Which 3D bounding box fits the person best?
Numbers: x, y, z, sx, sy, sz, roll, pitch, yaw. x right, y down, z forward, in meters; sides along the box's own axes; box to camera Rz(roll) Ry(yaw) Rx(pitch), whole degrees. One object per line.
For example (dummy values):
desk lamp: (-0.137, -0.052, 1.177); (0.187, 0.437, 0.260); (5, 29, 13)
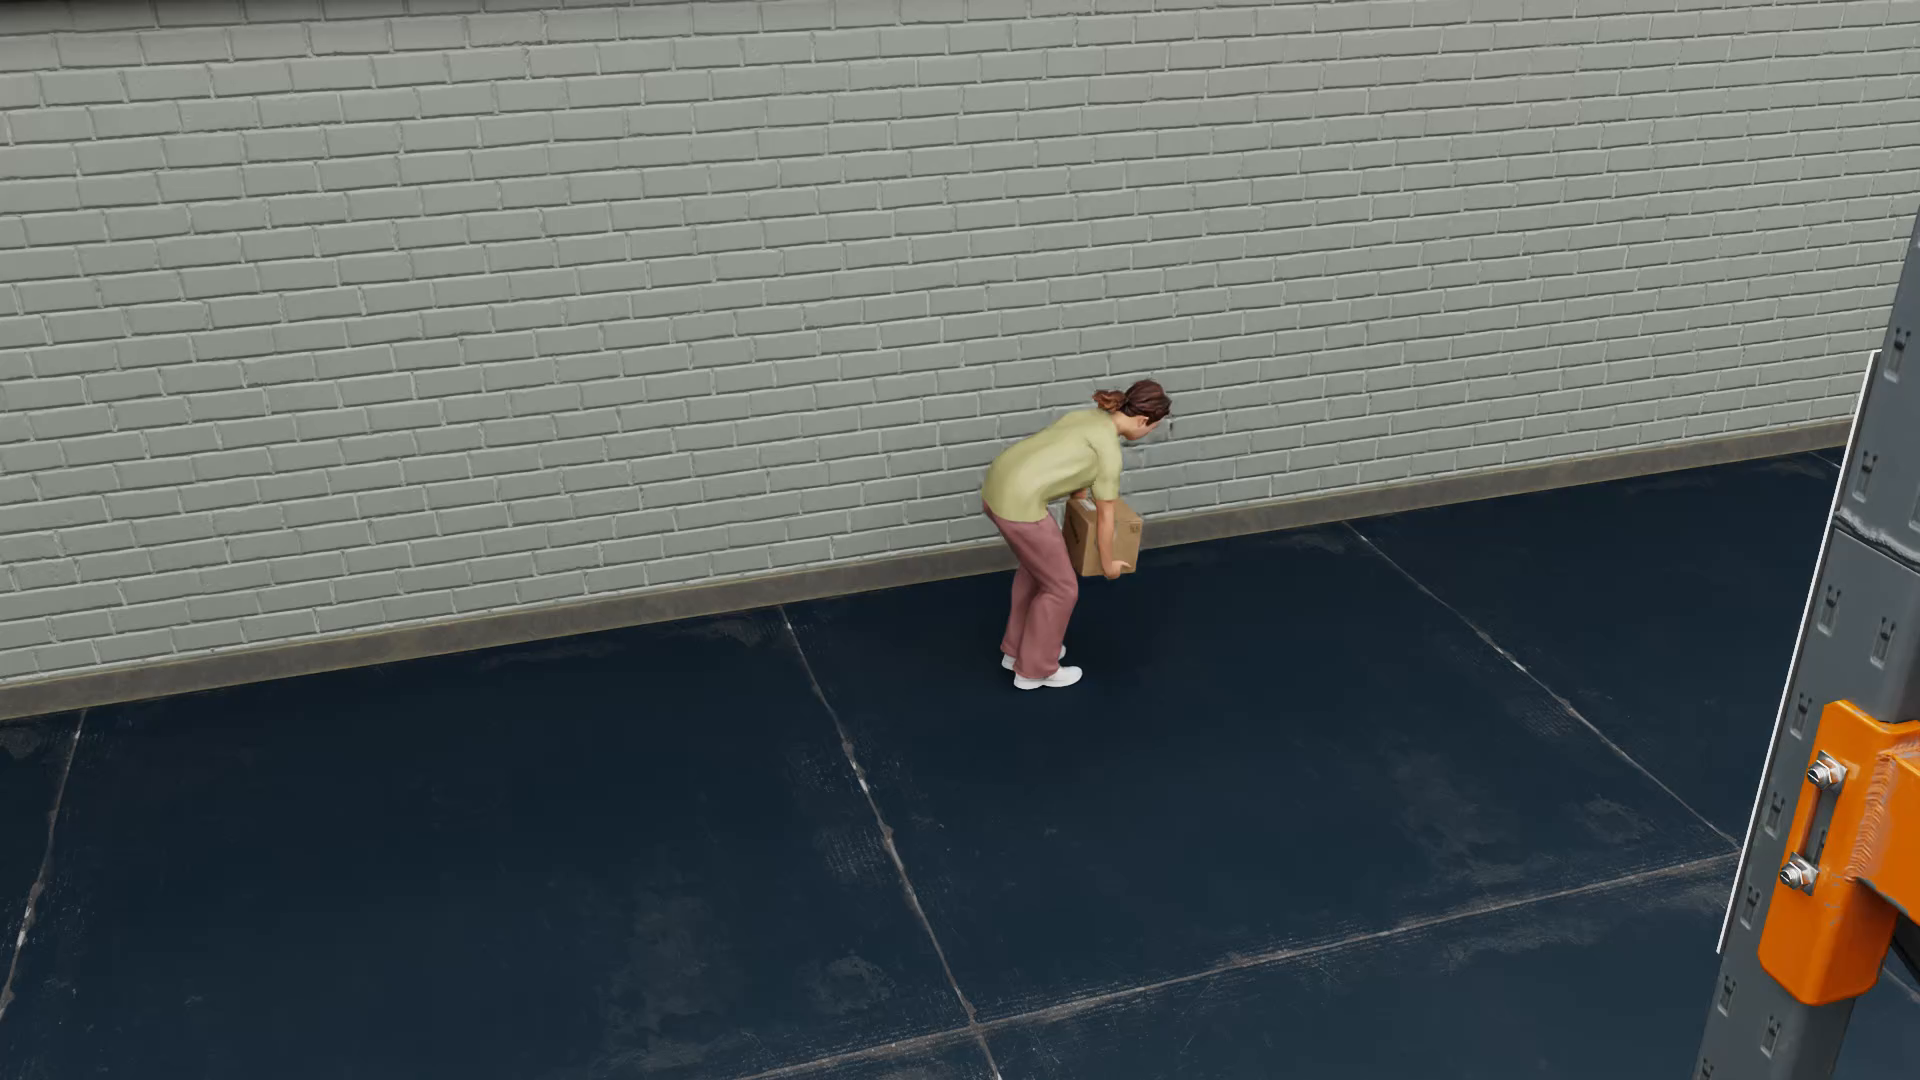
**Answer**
person: (0.491, -0.025, 7.080); (0.813, 1.310, 0.398); (-9, 28, -17)
